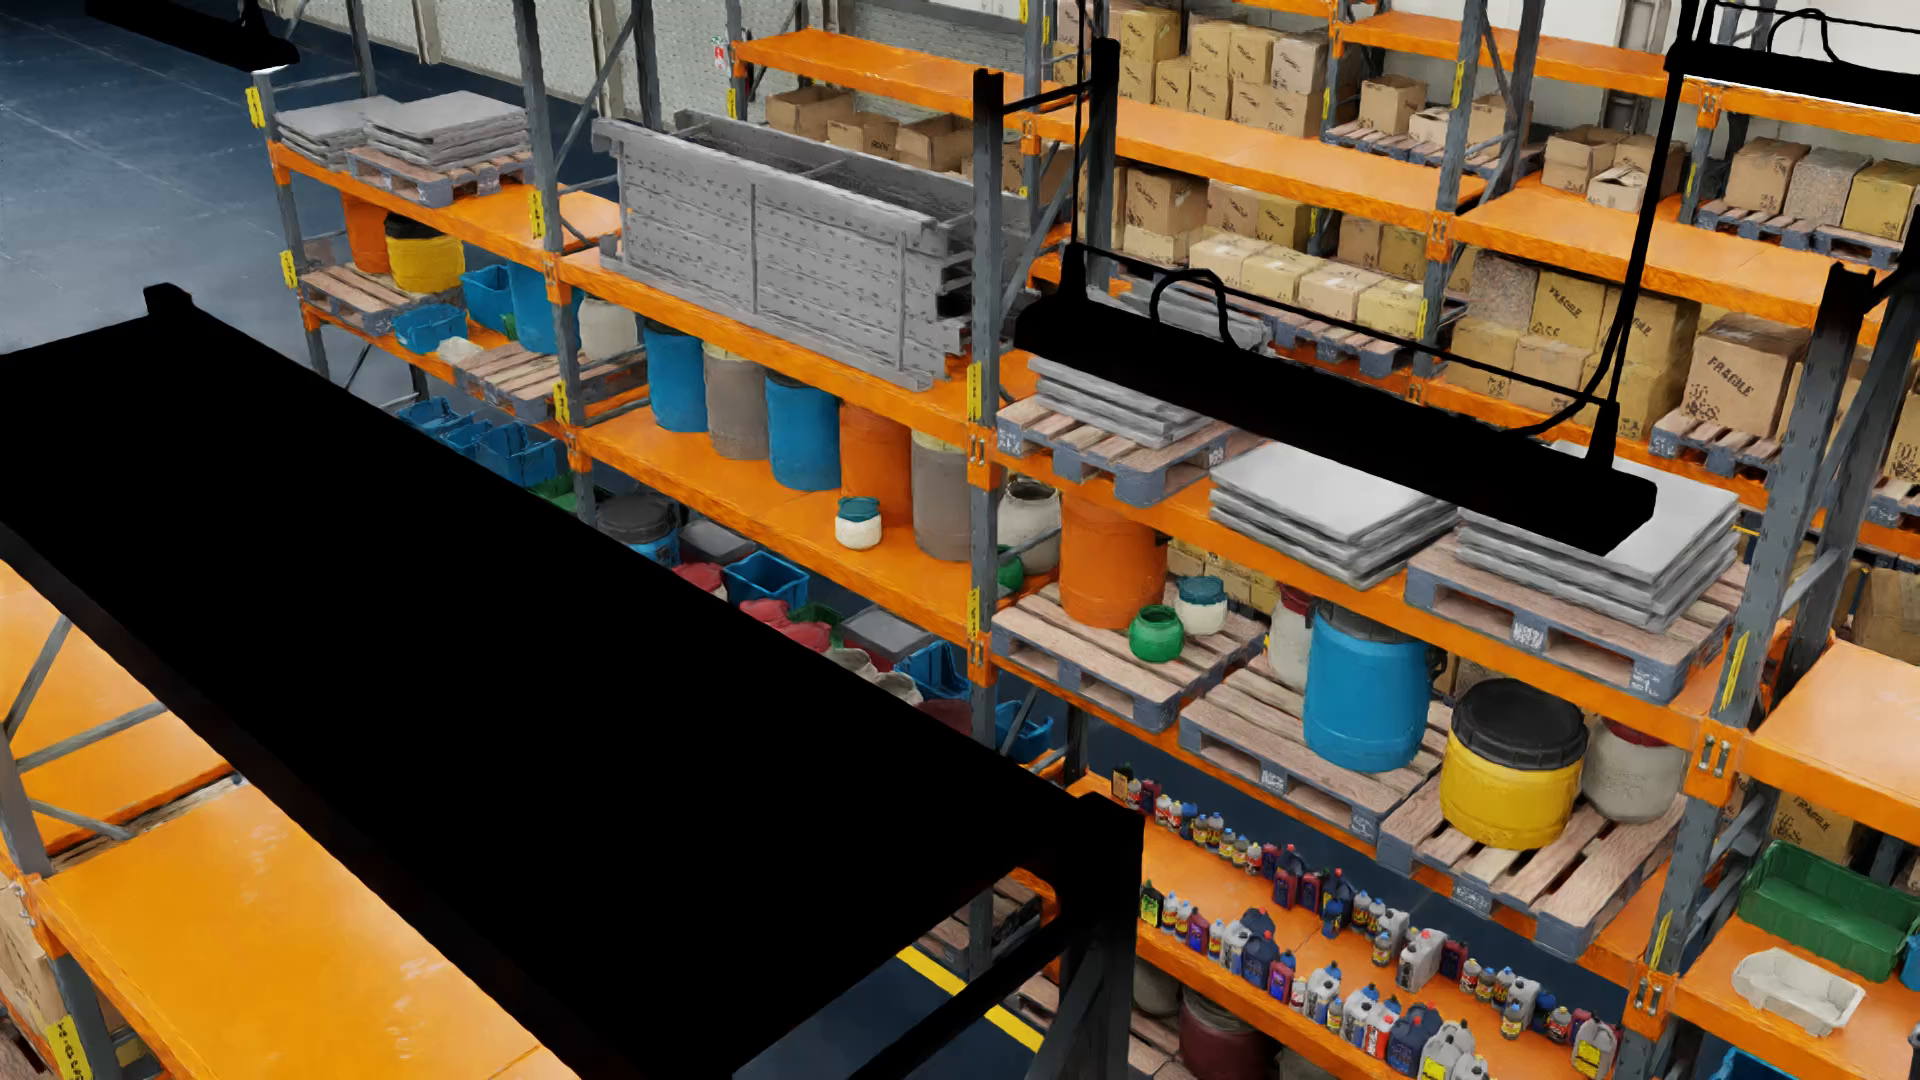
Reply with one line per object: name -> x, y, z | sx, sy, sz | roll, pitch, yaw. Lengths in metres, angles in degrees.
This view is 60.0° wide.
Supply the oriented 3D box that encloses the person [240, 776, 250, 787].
person -> -4.228, 2.167, 10.537 | 0.490, 1.787, 0.608 | -9, 31, -15
